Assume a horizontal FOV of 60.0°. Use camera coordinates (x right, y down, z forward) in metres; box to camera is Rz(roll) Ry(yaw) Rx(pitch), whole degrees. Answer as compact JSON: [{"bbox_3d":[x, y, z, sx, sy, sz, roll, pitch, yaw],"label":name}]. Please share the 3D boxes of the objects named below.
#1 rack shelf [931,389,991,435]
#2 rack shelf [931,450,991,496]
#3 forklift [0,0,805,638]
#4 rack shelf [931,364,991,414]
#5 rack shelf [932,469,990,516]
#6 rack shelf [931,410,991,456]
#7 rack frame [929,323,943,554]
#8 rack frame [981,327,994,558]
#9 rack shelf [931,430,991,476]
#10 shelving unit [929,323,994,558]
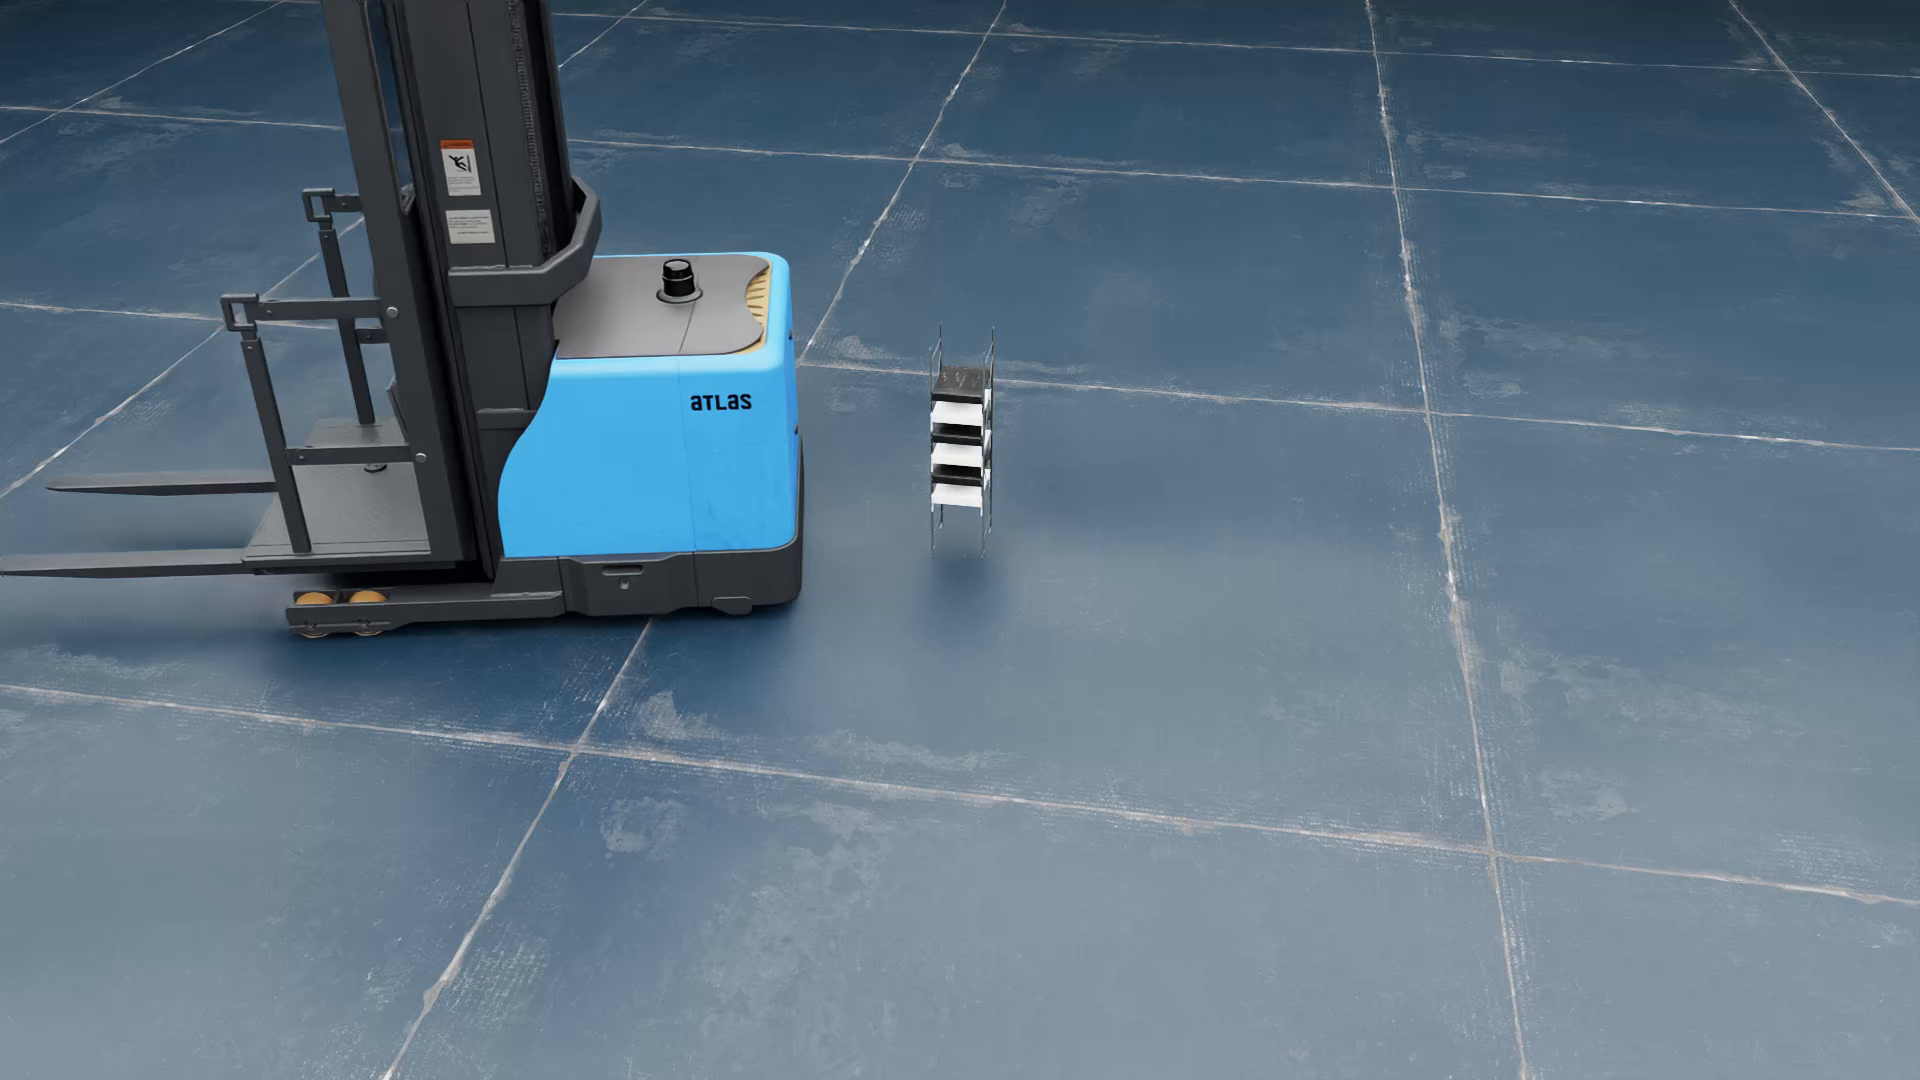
[{"bbox_3d":[0.008,-0.505,6.432,0.200,0.077,0.258,5,32,8],"label":"rack shelf"},{"bbox_3d":[0.008,-0.276,6.576,0.200,0.077,0.258,5,32,8],"label":"rack shelf"},{"bbox_3d":[-2.143,-1.170,5.856,3.031,2.935,1.130,-2,32,-3],"label":"forklift"},{"bbox_3d":[0.008,-0.581,6.384,0.200,0.077,0.258,5,32,8],"label":"rack shelf"},{"bbox_3d":[0.008,-0.200,6.623,0.200,0.077,0.258,5,32,8],"label":"rack shelf"},{"bbox_3d":[0.008,-0.429,6.480,0.200,0.077,0.258,5,32,8],"label":"rack shelf"},{"bbox_3d":[-0.092,-0.390,6.525,0.006,0.900,0.240,5,32,8],"label":"rack frame"},{"bbox_3d":[0.108,-0.372,6.496,0.006,0.900,0.240,5,32,8],"label":"rack frame"},{"bbox_3d":[0.008,-0.352,6.528,0.200,0.077,0.258,5,32,8],"label":"rack shelf"},{"bbox_3d":[0.008,-0.381,6.510,0.210,0.900,0.258,5,32,8],"label":"shelving unit"}]
